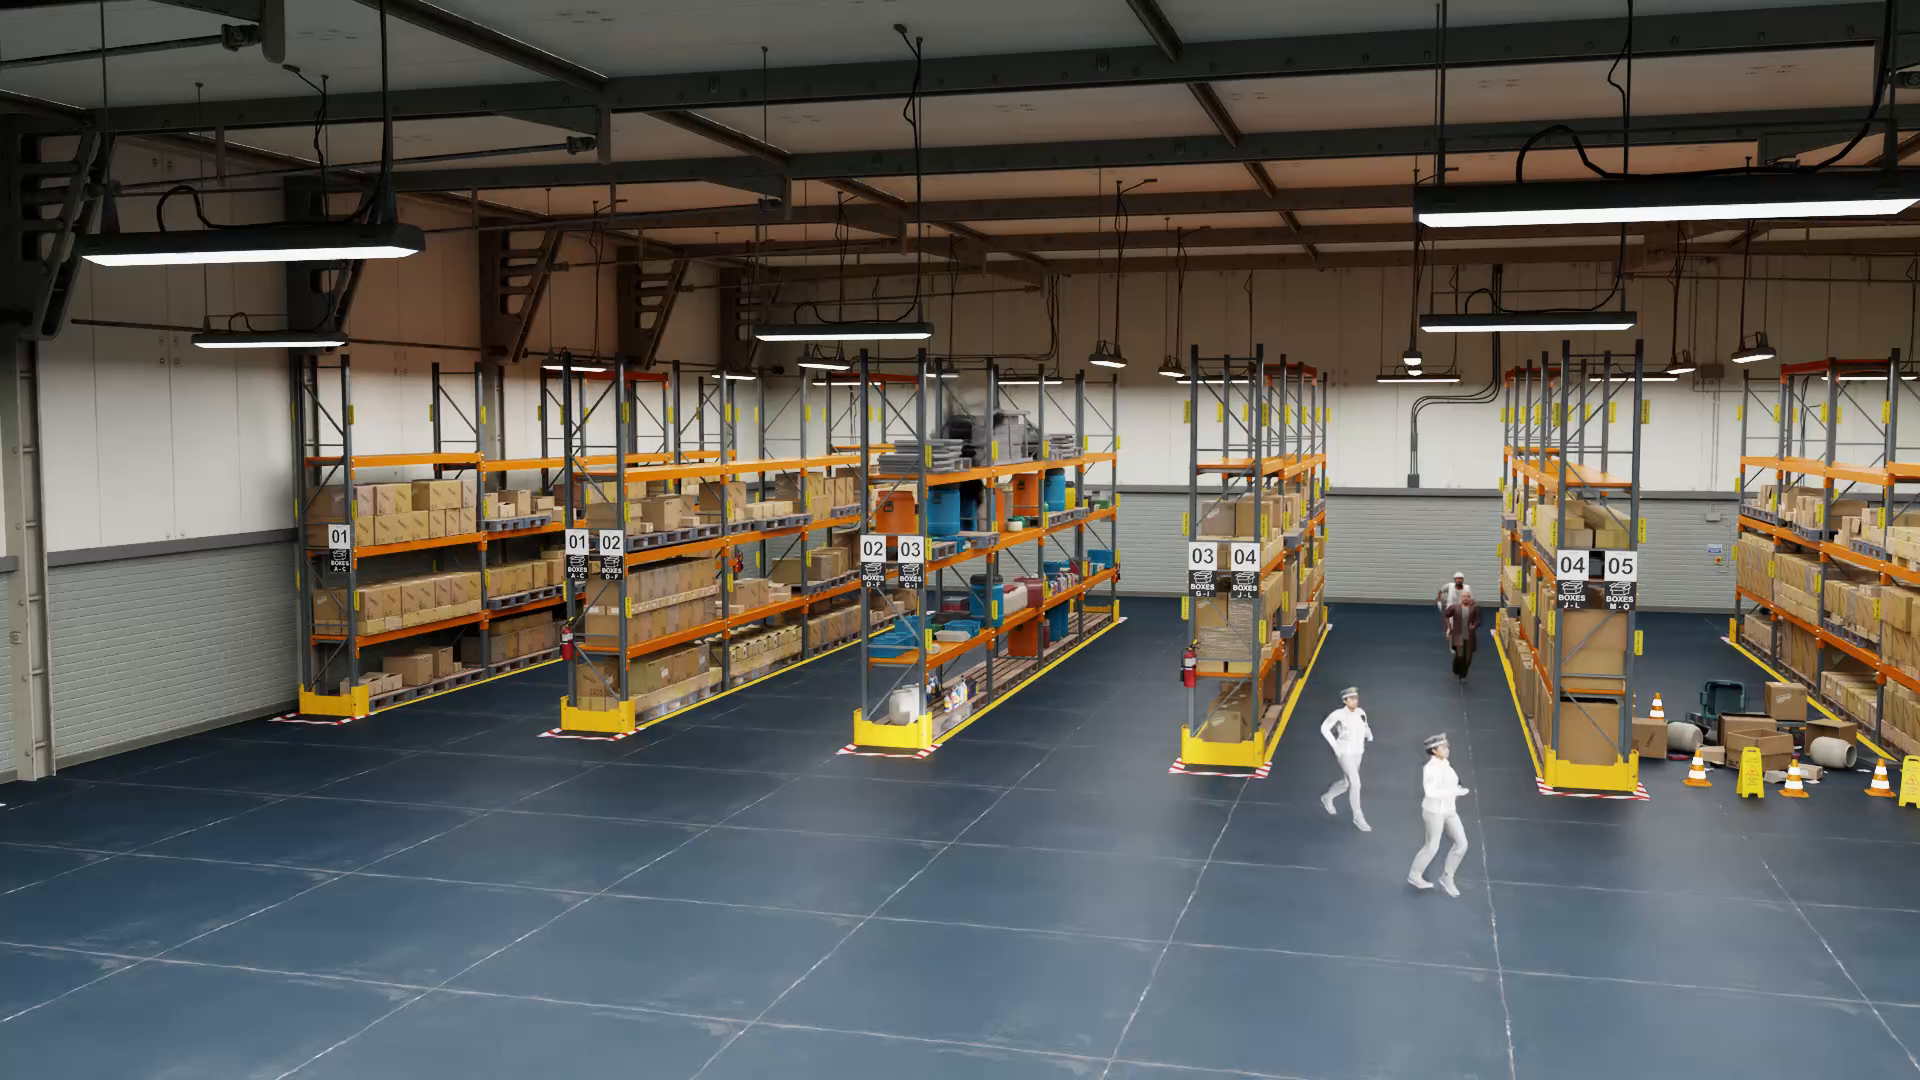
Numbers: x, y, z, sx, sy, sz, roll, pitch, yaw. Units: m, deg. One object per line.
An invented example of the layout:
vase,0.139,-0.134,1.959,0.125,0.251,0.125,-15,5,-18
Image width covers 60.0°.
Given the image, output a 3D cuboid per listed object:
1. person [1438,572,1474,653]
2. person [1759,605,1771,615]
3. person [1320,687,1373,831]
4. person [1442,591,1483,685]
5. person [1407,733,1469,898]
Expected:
person,10.363,1.532,34.767,0.732,1.724,0.659,1,4,15
person,18.307,1.384,37.690,0.581,1.564,0.886,-3,5,-37
person,4.762,2.631,20.367,0.598,1.718,0.869,-3,5,-31
person,9.307,1.811,30.723,0.682,1.744,0.707,0,4,6
person,5.008,2.864,17.317,0.592,1.736,0.683,-4,6,-44
